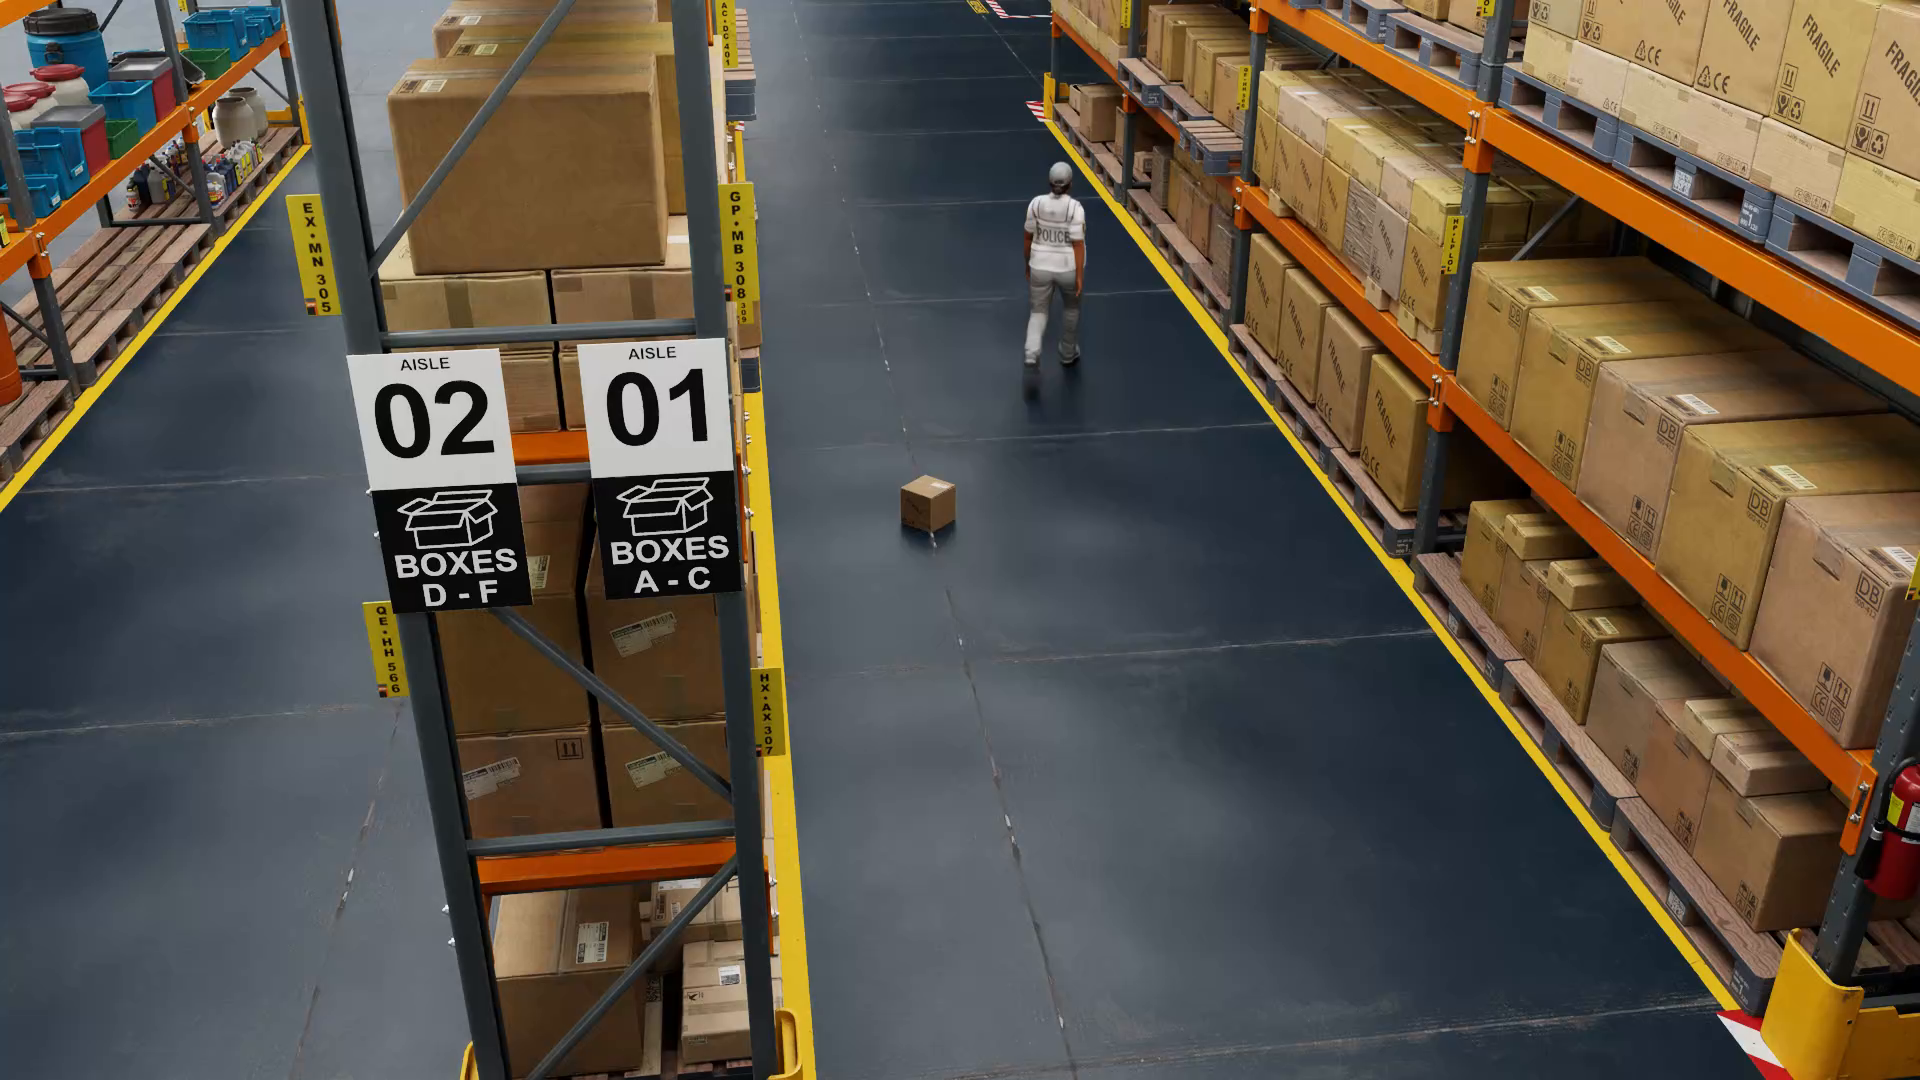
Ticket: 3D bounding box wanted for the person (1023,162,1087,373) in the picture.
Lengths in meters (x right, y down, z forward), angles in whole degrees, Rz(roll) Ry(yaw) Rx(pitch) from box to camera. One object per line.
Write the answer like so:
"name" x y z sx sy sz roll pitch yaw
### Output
"person" 0.704 -2.047 12.564 0.490 1.624 0.893 7 28 13
